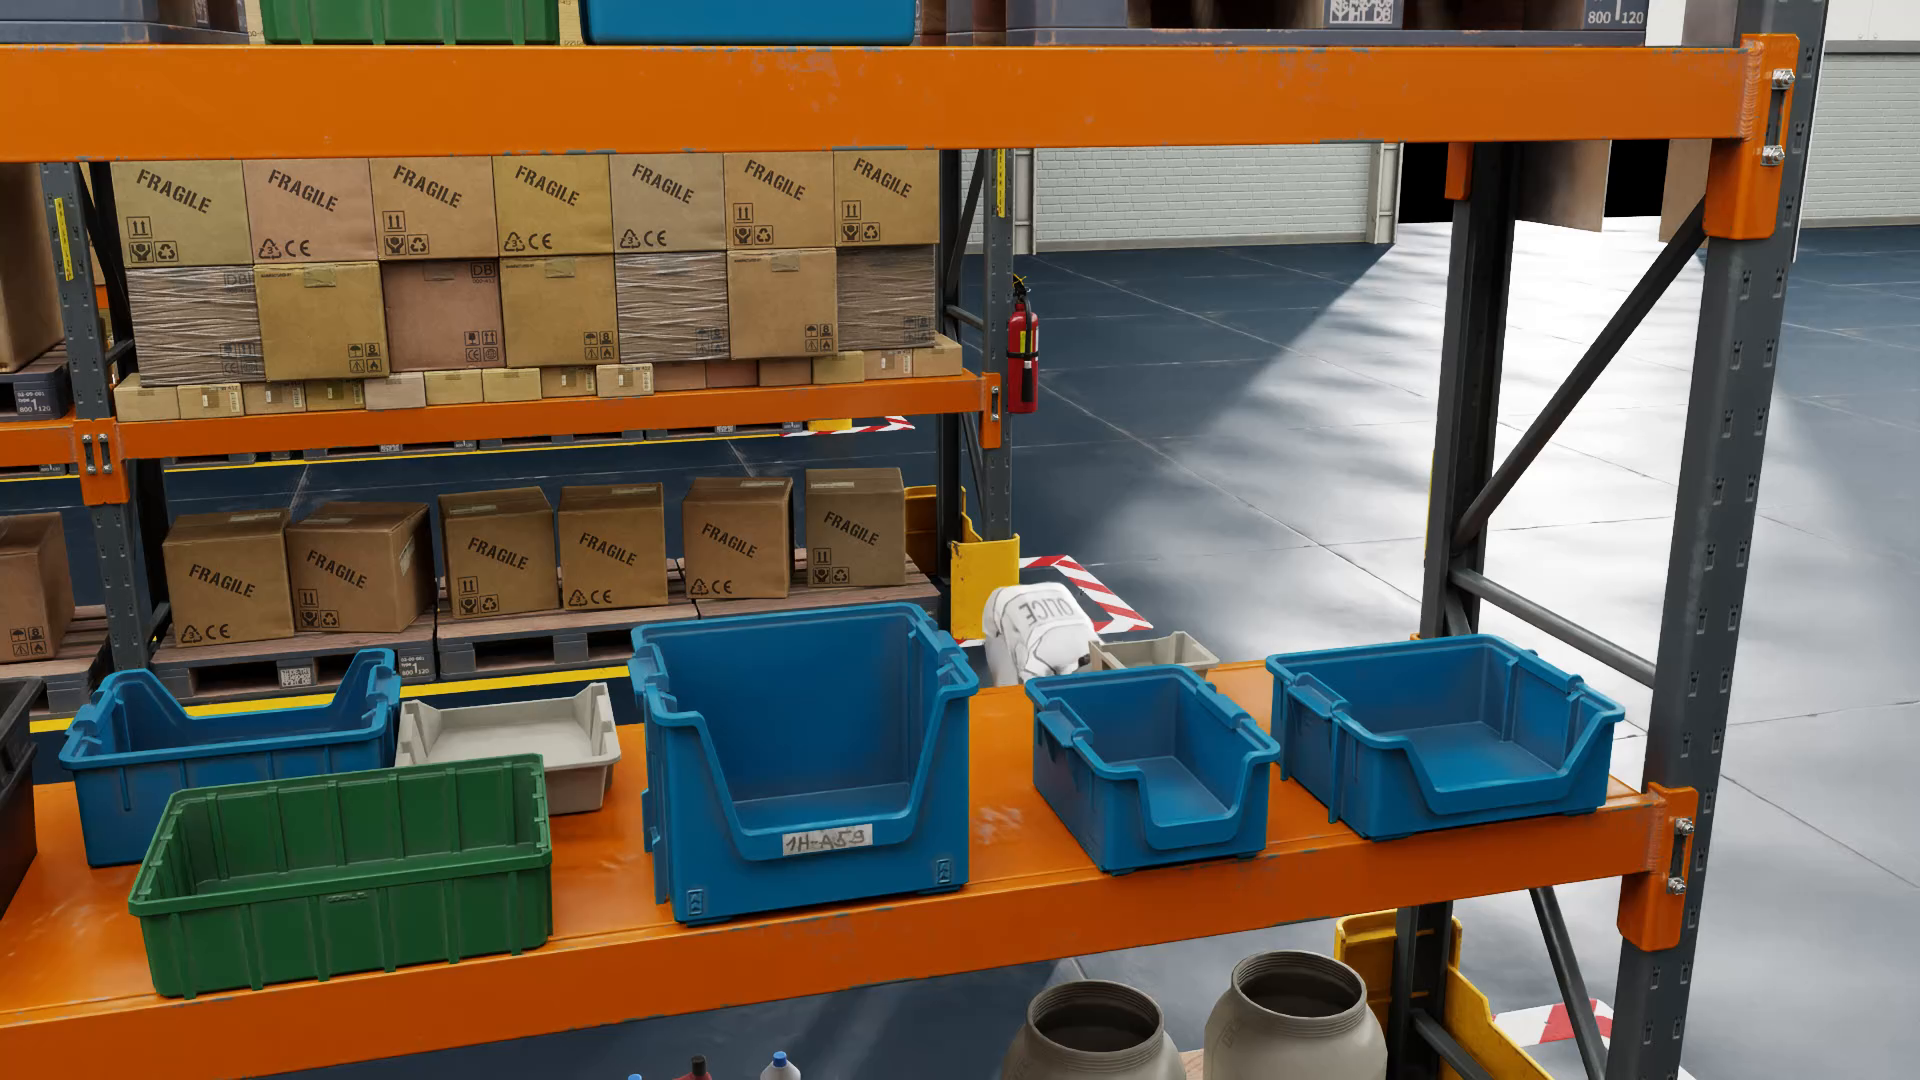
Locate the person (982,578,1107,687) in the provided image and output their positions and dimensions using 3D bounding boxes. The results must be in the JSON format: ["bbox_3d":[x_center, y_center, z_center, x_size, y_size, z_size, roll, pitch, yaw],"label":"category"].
[{"bbox_3d":[0.368,0.630,6.366,0.454,0.843,0.880,-5,17,-18],"label":"person"}]
